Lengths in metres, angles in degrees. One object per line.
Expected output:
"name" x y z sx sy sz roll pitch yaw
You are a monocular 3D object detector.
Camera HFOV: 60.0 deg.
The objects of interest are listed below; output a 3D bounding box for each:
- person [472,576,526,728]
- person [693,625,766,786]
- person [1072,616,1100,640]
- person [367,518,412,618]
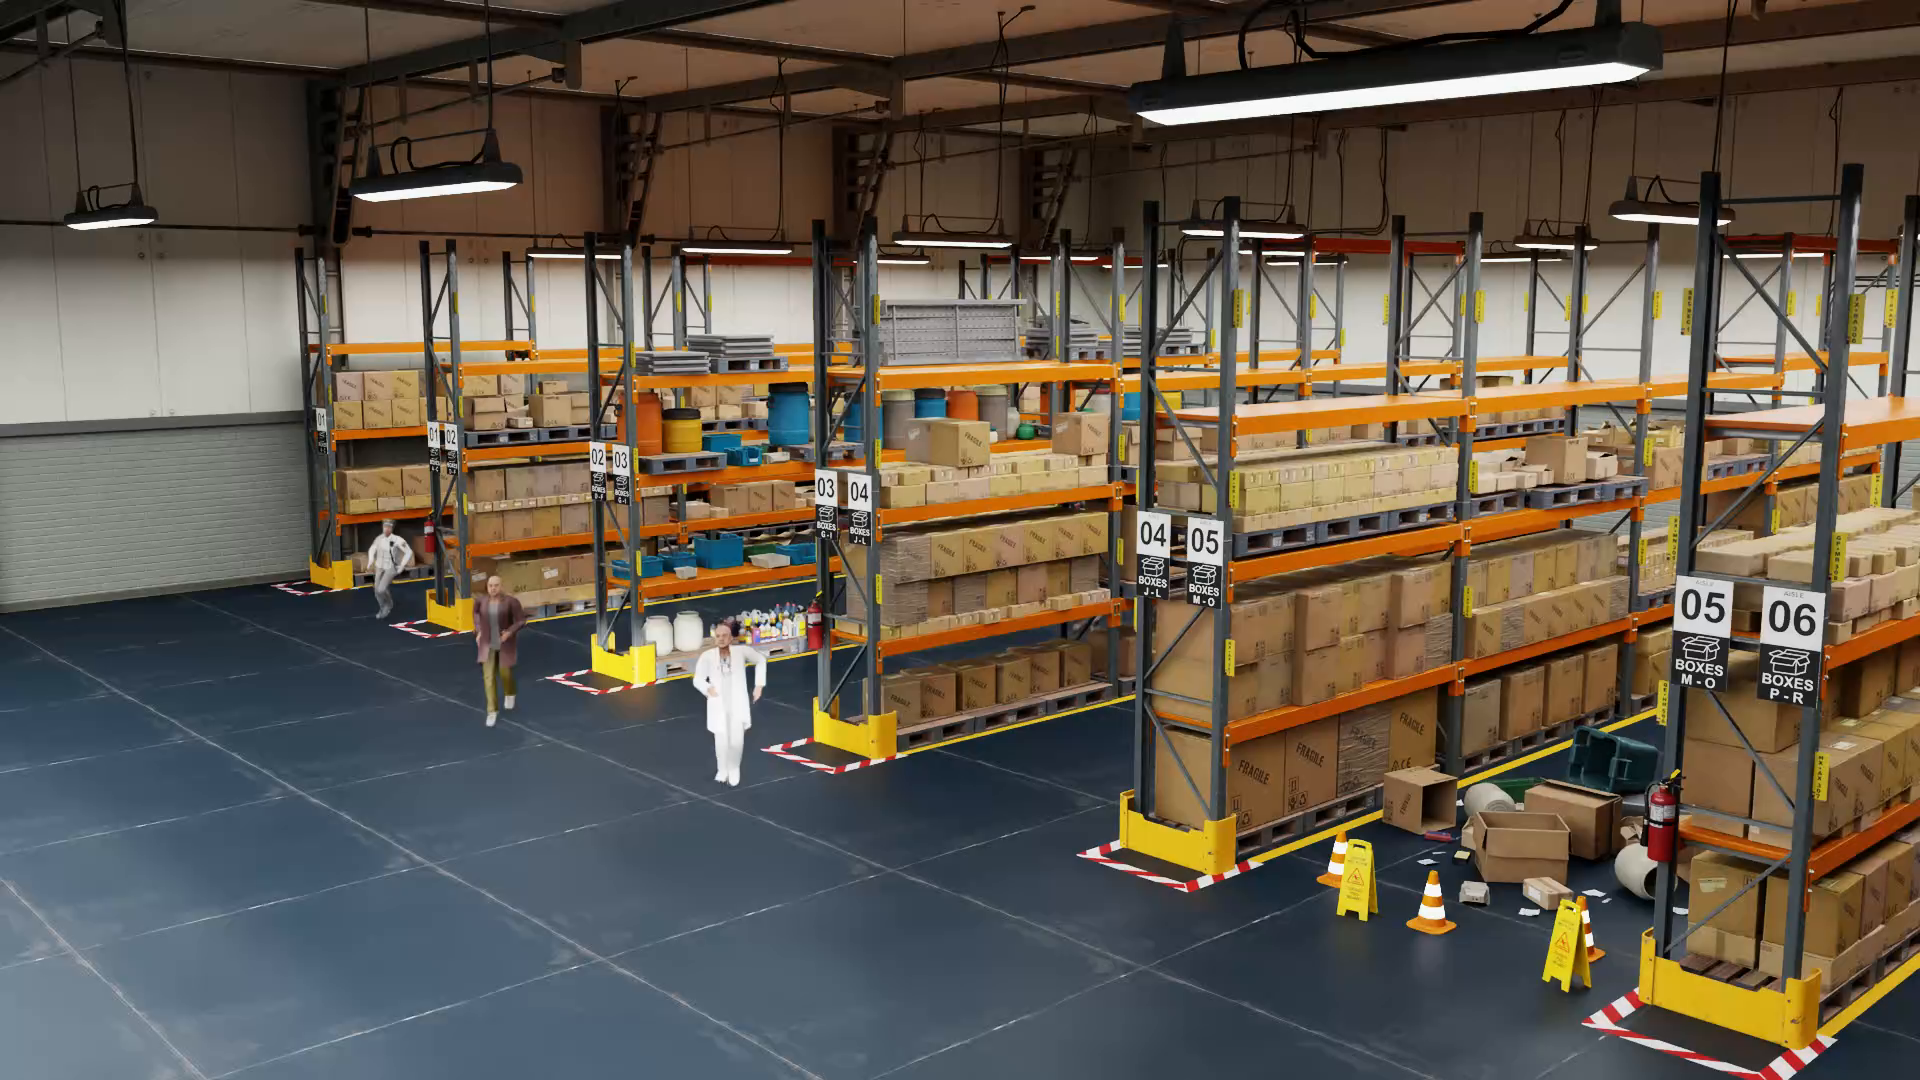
"person" -5.657 1.308 20.429 0.673 1.794 1.021 -1 8 -6
"person" -2.413 1.783 17.442 0.732 1.654 0.892 0 8 -1
"person" 1.721 0.564 23.521 0.641 1.837 0.690 6 10 37
"person" -9.169 0.464 26.603 0.680 1.643 0.559 2 9 15
